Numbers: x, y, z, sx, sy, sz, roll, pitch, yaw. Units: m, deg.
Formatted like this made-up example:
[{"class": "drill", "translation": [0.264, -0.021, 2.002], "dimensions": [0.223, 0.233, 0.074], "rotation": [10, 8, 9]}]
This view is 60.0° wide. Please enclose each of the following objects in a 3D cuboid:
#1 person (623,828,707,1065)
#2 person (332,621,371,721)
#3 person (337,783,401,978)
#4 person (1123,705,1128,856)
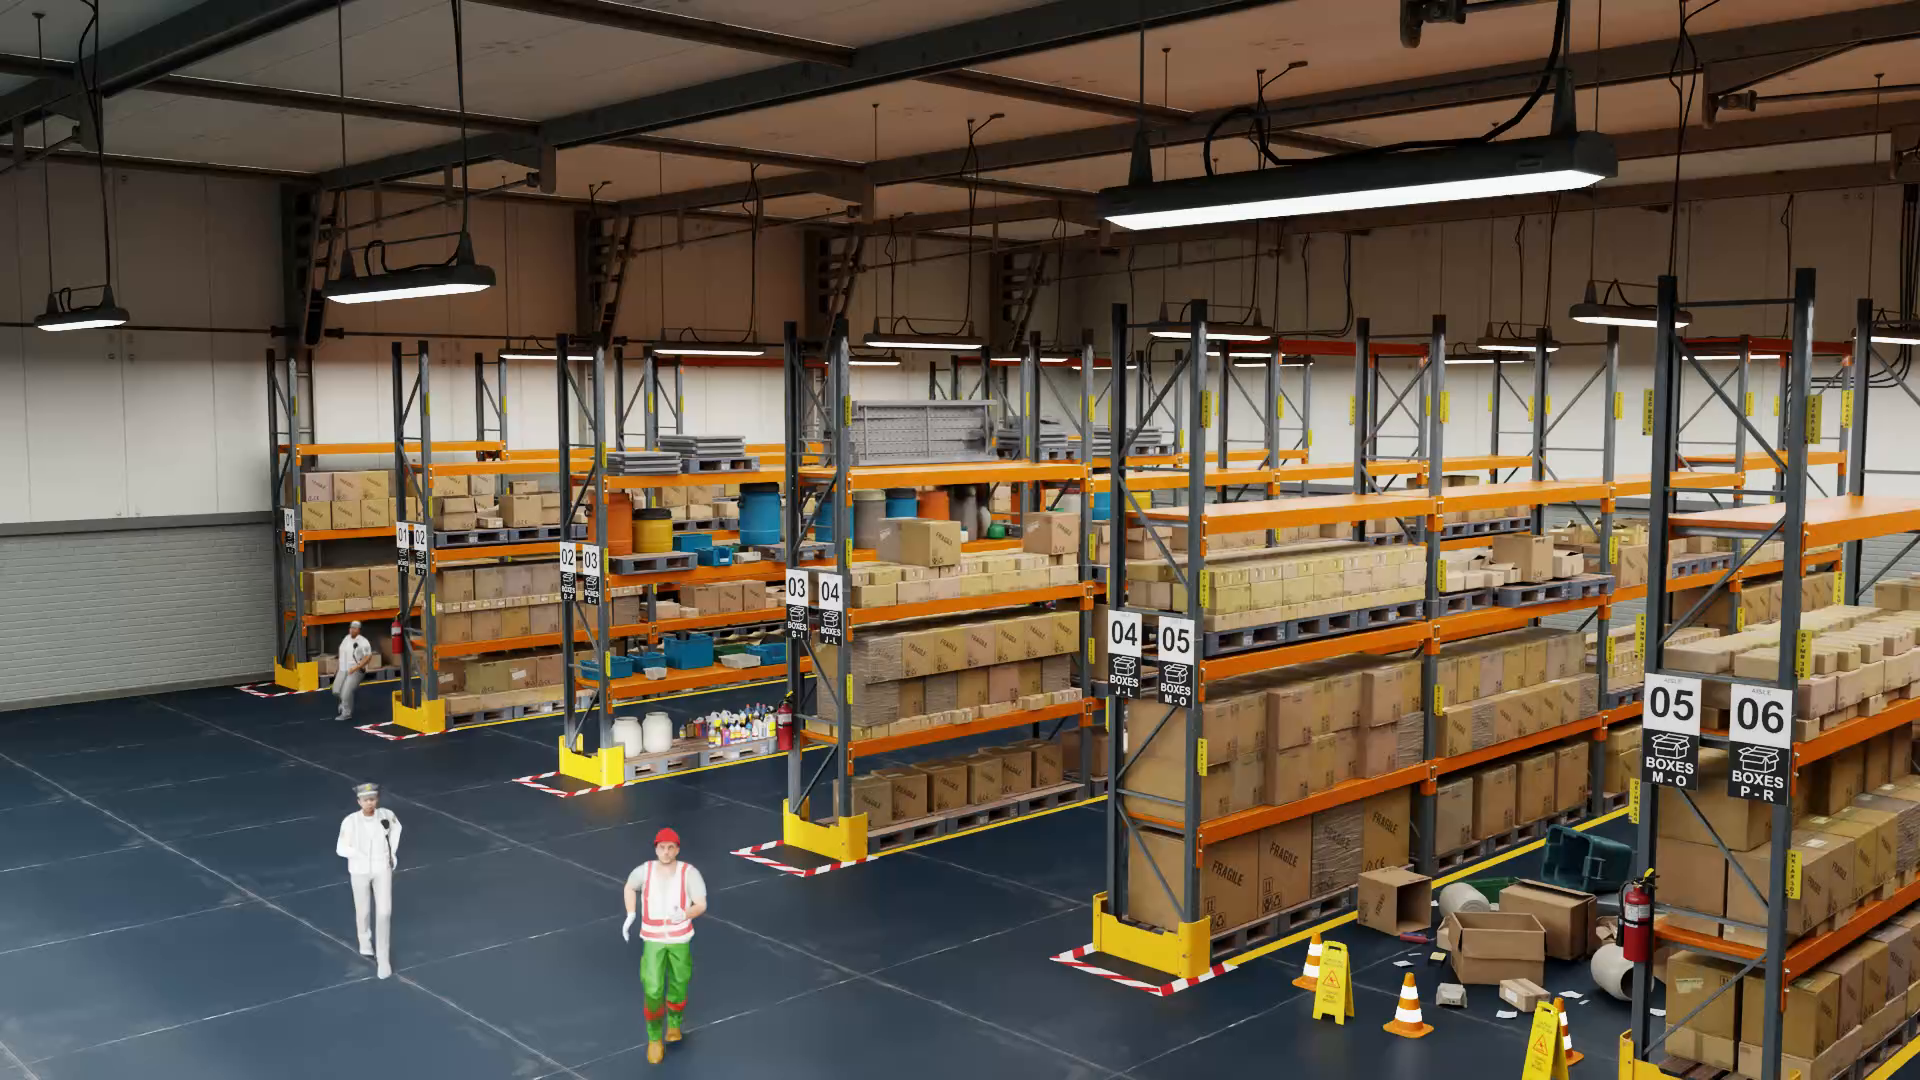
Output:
[{"class": "person", "translation": [-2.301, 3.153, 12.988], "dimensions": [0.649, 1.818, 0.746], "rotation": [-1, 5, -11]}, {"class": "person", "translation": [-9.701, 2.083, 26.466], "dimensions": [0.643, 1.594, 0.509], "rotation": [1, 5, 14]}, {"class": "person", "translation": [-5.325, 3.025, 15.021], "dimensions": [0.557, 1.737, 0.816], "rotation": [-2, 5, -20]}, {"class": "person", "translation": [1.936, 2.707, 18.481], "dimensions": [0.585, 1.826, 0.925], "rotation": [3, 6, 31]}]
